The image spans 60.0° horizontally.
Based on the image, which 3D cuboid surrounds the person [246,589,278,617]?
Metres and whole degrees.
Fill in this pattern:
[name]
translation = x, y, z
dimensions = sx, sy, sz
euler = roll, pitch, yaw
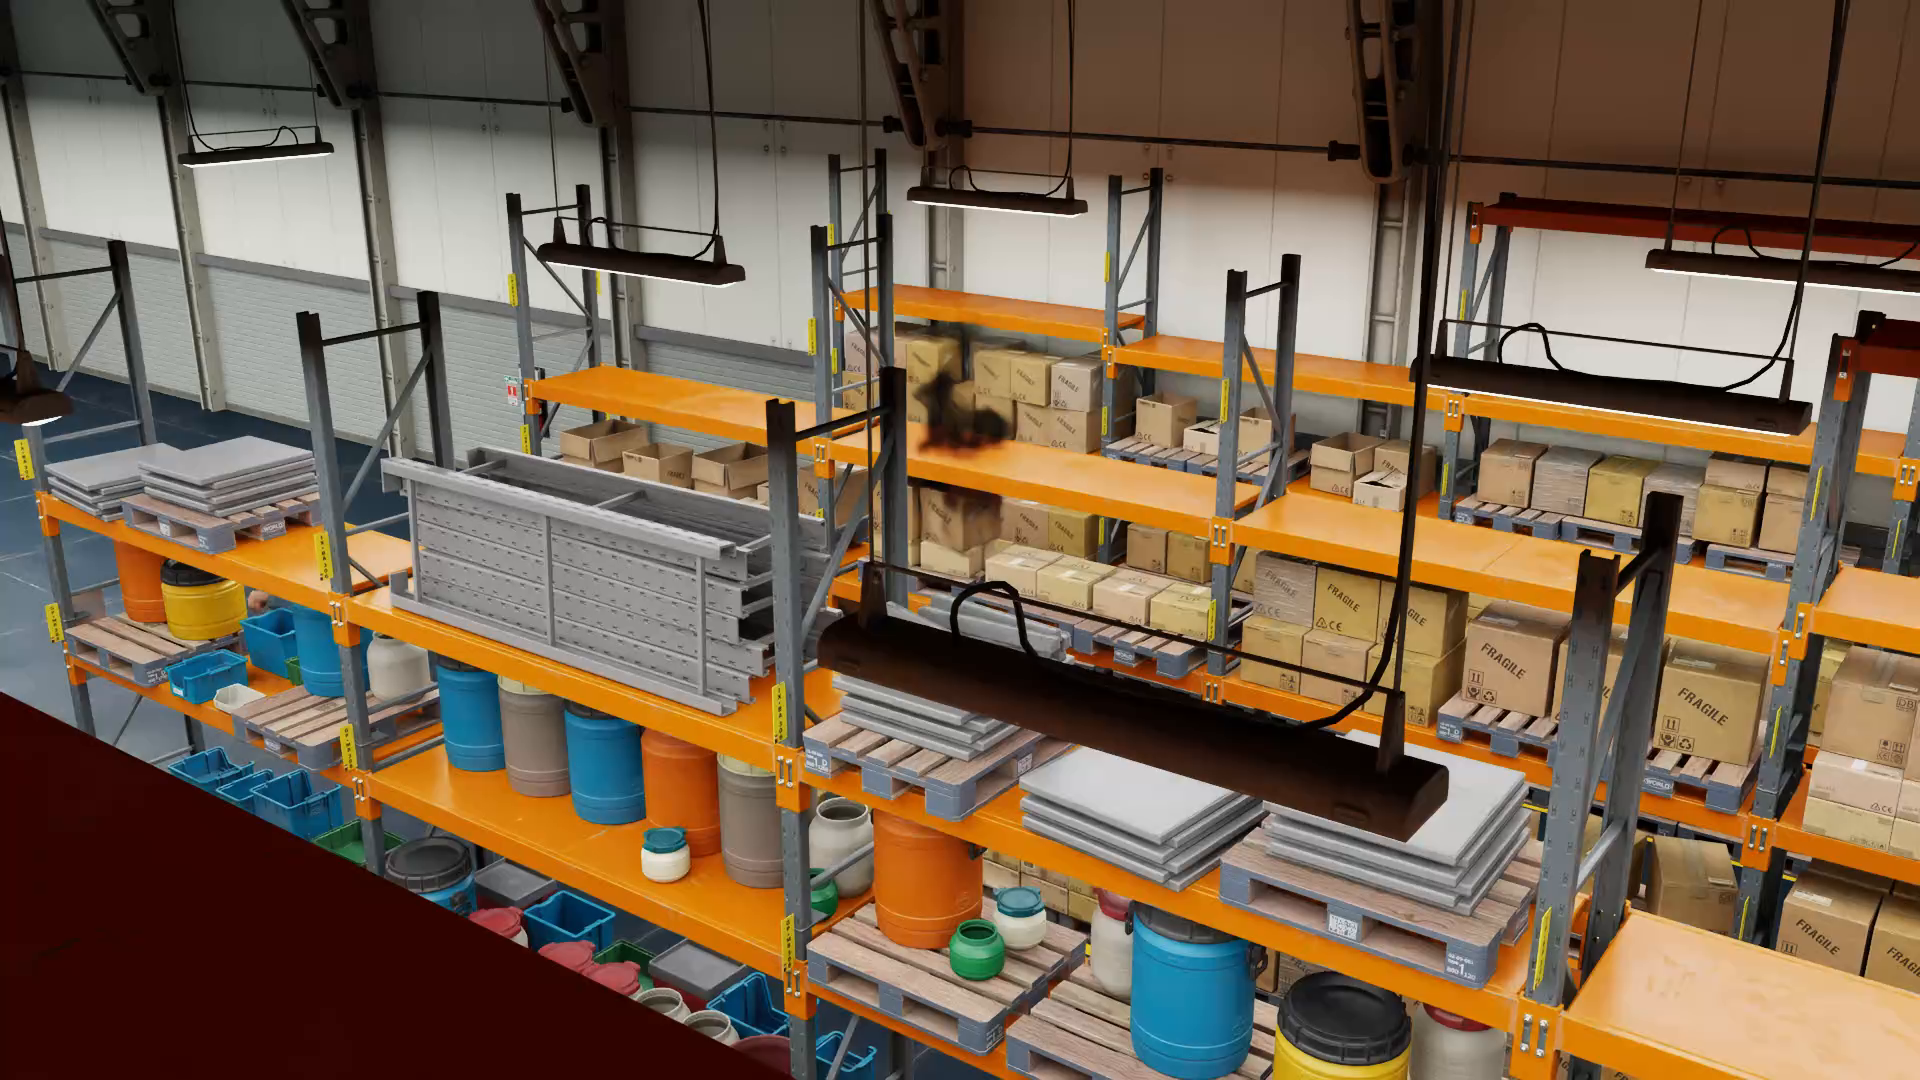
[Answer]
[person]
translation = -7.570, 1.430, 18.307
dimensions = 0.776, 1.717, 0.626
euler = -7, 20, -21
